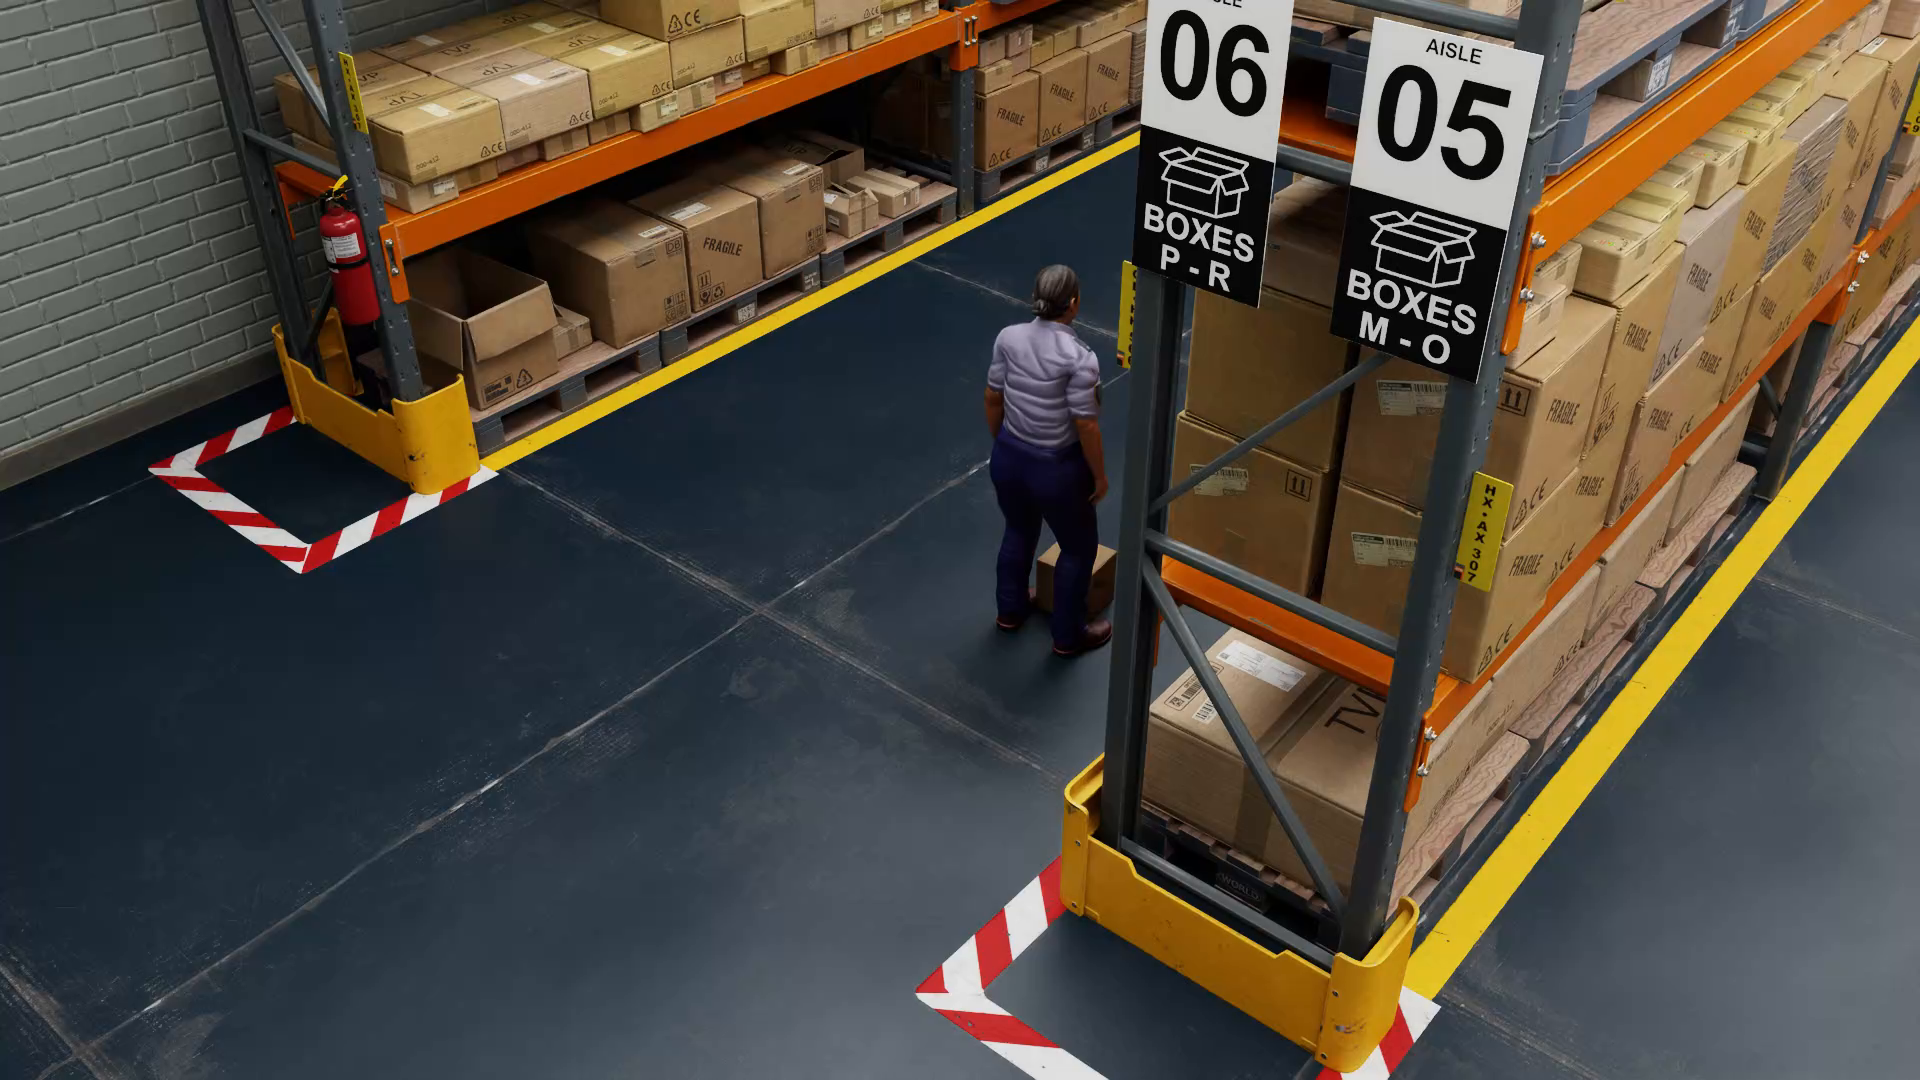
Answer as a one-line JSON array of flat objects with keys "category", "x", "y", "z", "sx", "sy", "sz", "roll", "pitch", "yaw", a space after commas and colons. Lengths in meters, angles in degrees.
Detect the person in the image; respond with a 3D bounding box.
[{"category": "person", "x": 0.346, "y": -0.297, "z": 6.573, "sx": 0.545, "sy": 1.650, "sz": 0.375, "roll": 23, "pitch": 41, "yaw": 29}]
